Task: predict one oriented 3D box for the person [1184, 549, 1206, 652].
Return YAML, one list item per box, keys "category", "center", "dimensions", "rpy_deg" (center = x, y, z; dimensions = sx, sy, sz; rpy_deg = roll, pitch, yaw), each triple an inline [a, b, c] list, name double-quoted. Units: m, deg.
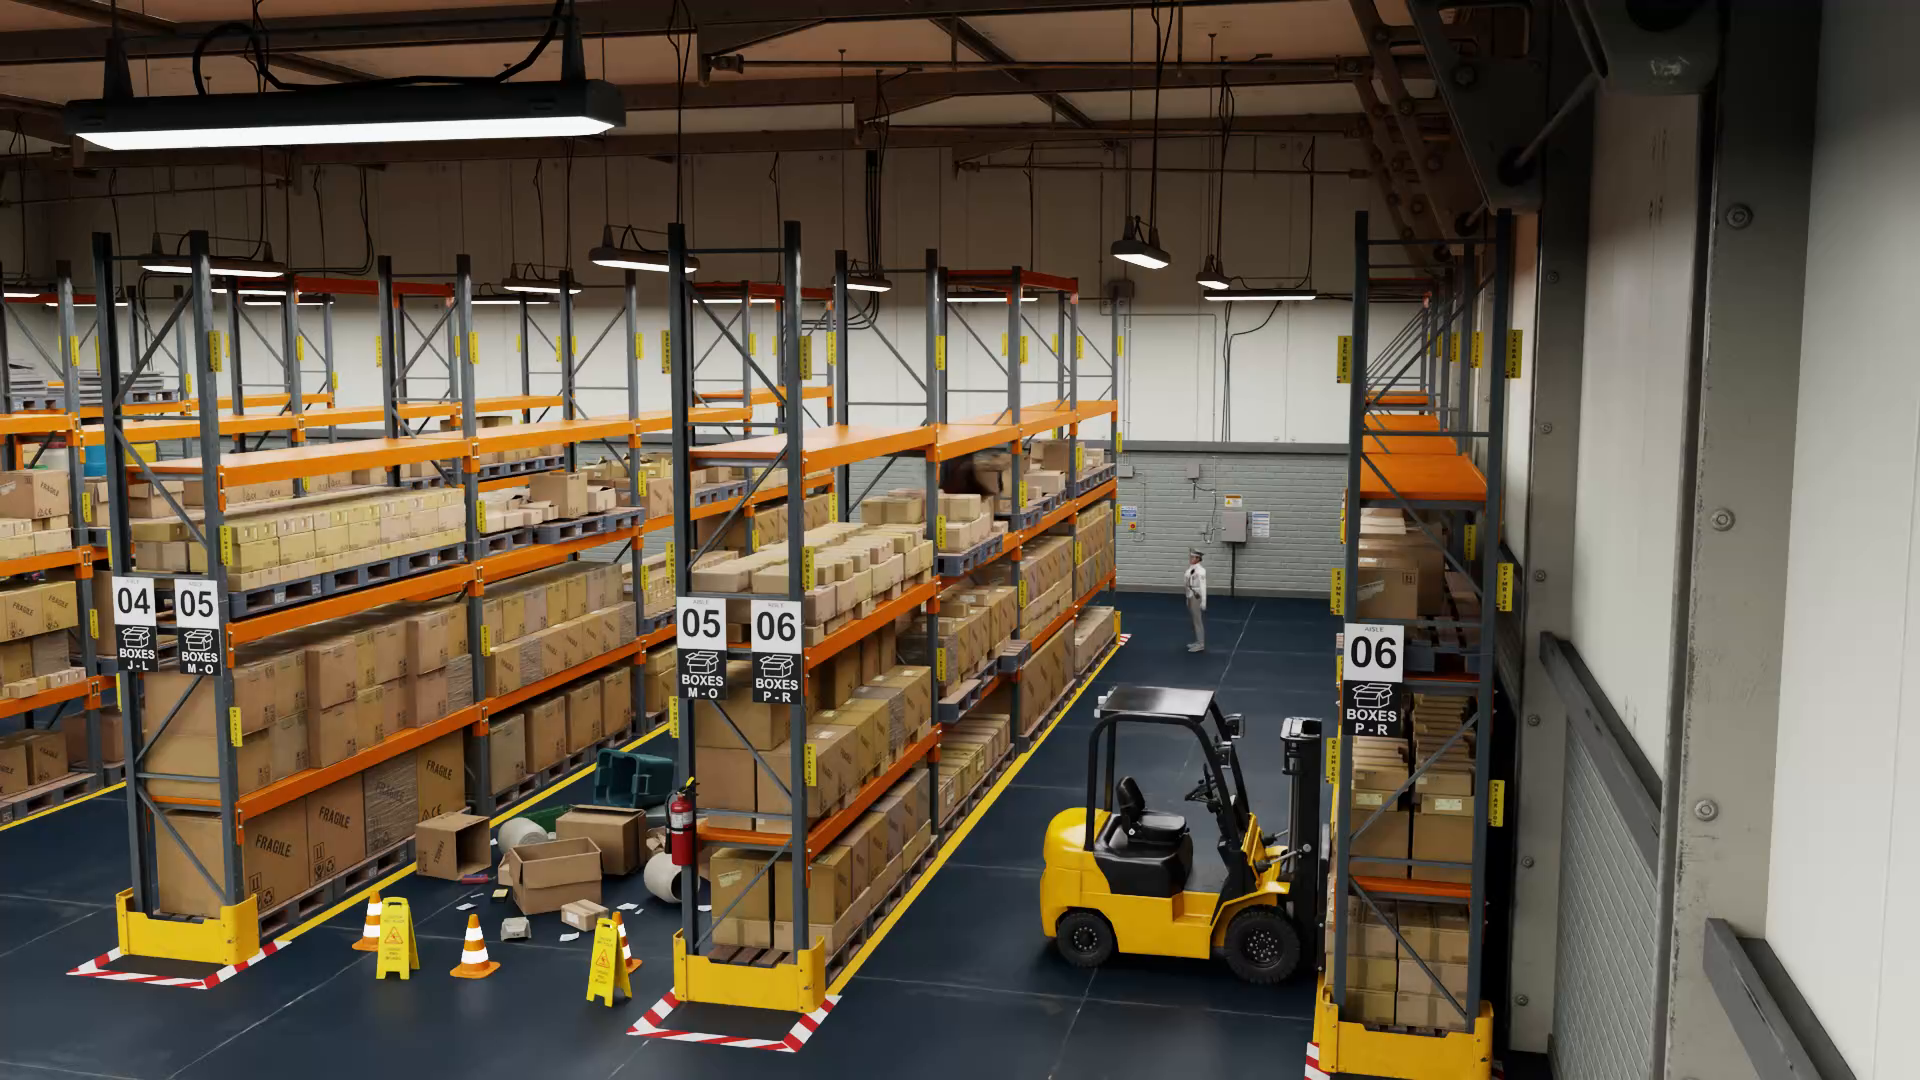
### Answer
- category: "person"
  center: [3.883, 0.980, 27.494]
  dimensions: [0.348, 1.693, 0.546]
  rpy_deg: [-1, 7, -6]
